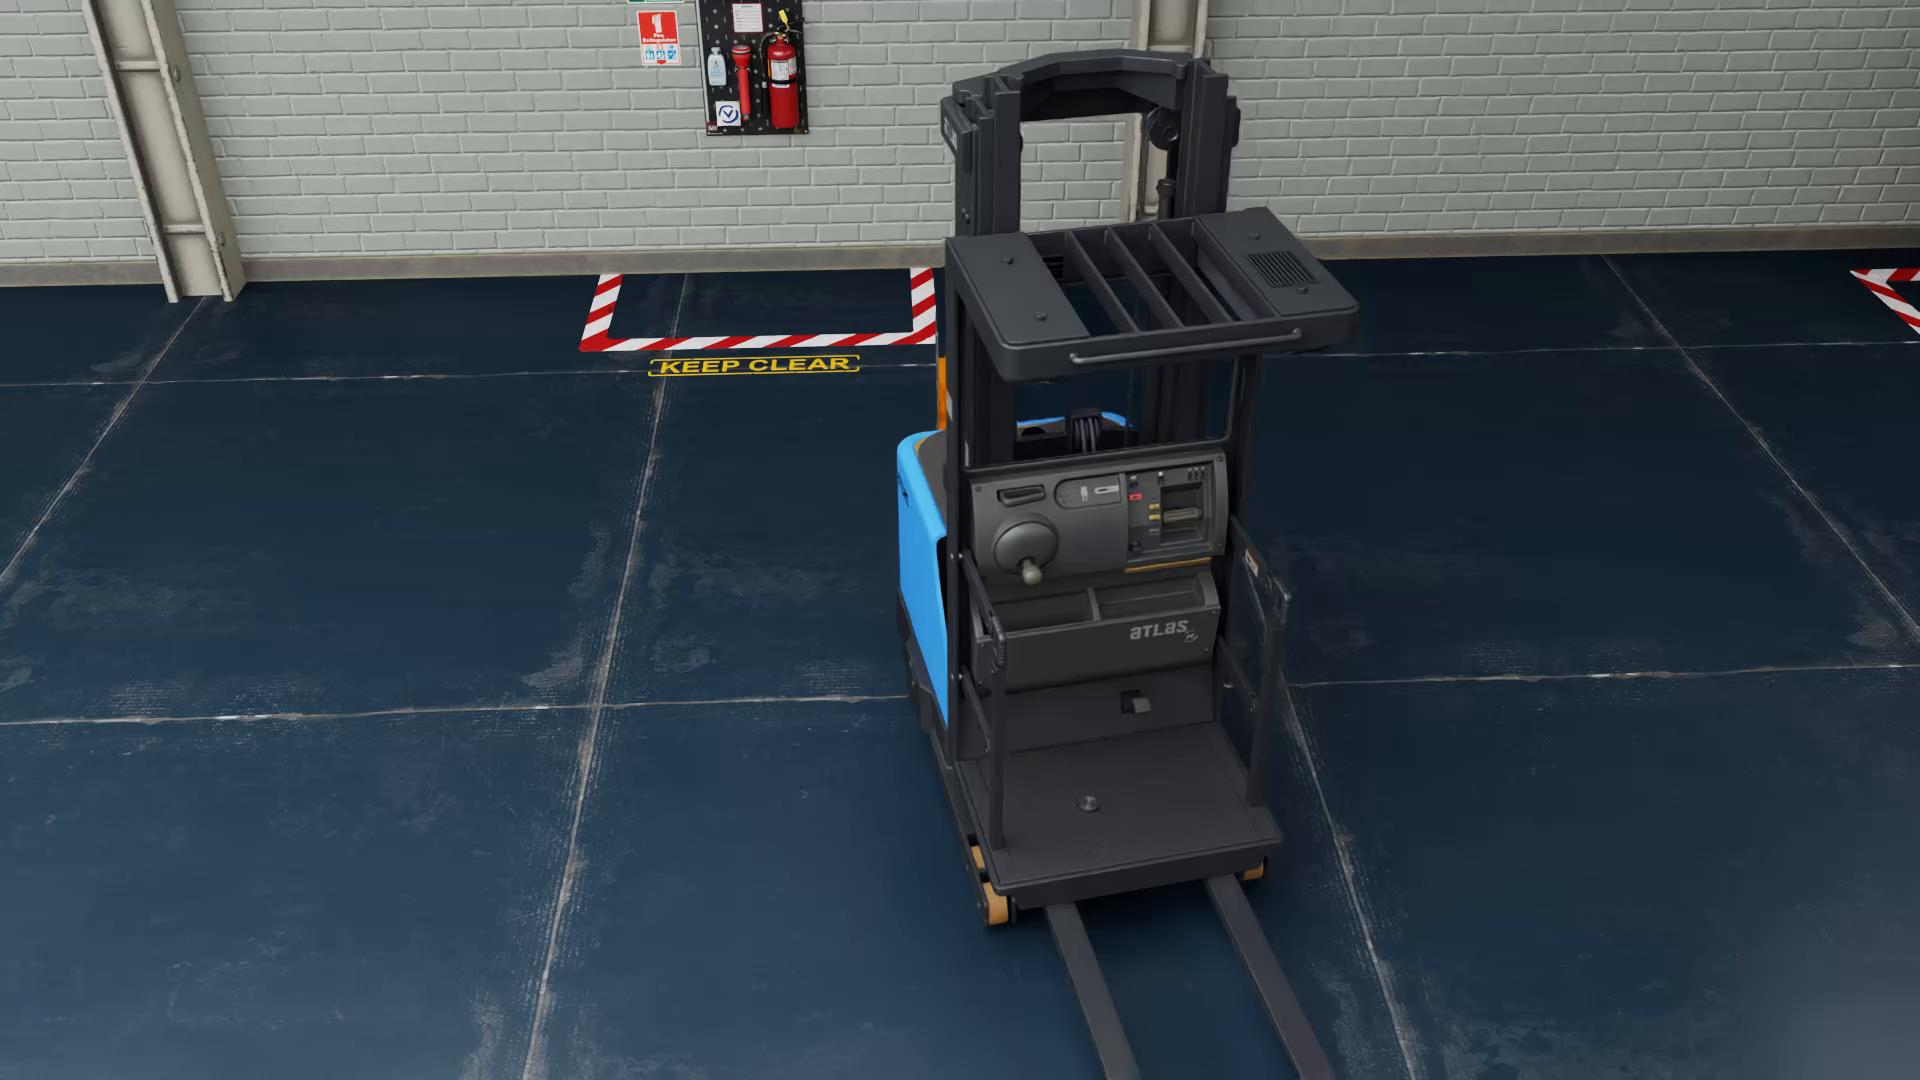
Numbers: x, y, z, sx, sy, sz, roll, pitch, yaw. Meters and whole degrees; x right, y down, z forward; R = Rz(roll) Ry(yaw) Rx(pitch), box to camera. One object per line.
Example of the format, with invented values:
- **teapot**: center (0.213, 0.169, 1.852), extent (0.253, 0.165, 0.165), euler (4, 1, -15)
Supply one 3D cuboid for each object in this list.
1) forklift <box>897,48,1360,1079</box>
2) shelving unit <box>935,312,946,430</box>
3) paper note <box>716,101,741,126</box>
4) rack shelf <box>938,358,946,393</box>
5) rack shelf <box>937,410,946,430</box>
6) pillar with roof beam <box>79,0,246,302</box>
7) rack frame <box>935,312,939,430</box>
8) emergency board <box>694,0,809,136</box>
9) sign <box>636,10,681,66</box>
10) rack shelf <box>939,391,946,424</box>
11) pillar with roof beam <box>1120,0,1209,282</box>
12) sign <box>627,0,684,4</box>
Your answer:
- **forklift**: center (0.549, -0.014, 5.695), extent (1.130, 2.935, 3.031), euler (-7, 35, -11)
- **shelving unit**: center (-0.014, -0.493, 7.908), extent (0.189, 1.200, 0.258), euler (-2, 35, -2)
- **paper note**: center (-1.414, -2.601, 10.147), extent (0.142, 0.148, 0.016), euler (-2, 35, -2)
- **rack shelf**: center (-0.014, -0.752, 7.728), extent (0.180, 0.103, 0.258), euler (-2, 35, -2)
- **rack shelf**: center (-0.014, -0.555, 7.865), extent (0.180, 0.103, 0.258), euler (-2, 35, -2)
- **pillar with roof beam**: center (-4.553, -2.832, 4.435), extent (0.400, 9.000, 9.100), euler (-2, 35, -2)
- **rack frame**: center (-0.106, -0.491, 7.904), extent (0.006, 1.200, 0.240), euler (-2, 35, -2)
- **emergency board**: center (-1.234, -2.929, 9.847), extent (0.643, 1.169, 0.194), euler (-2, 35, -2)
- **sign**: center (-1.791, -2.988, 9.900), extent (0.234, 0.329, 0.001), euler (-2, 35, -2)
- **rack shelf**: center (-0.014, -0.654, 7.797), extent (0.180, 0.103, 0.258), euler (-2, 35, -2)
- **pillar with roof beam**: center (1.440, -2.994, 4.668), extent (0.400, 9.000, 9.100), euler (-2, 35, -2)
- **sign**: center (-1.786, -3.200, 9.742), extent (0.331, 0.109, 0.001), euler (-2, 35, -2)
